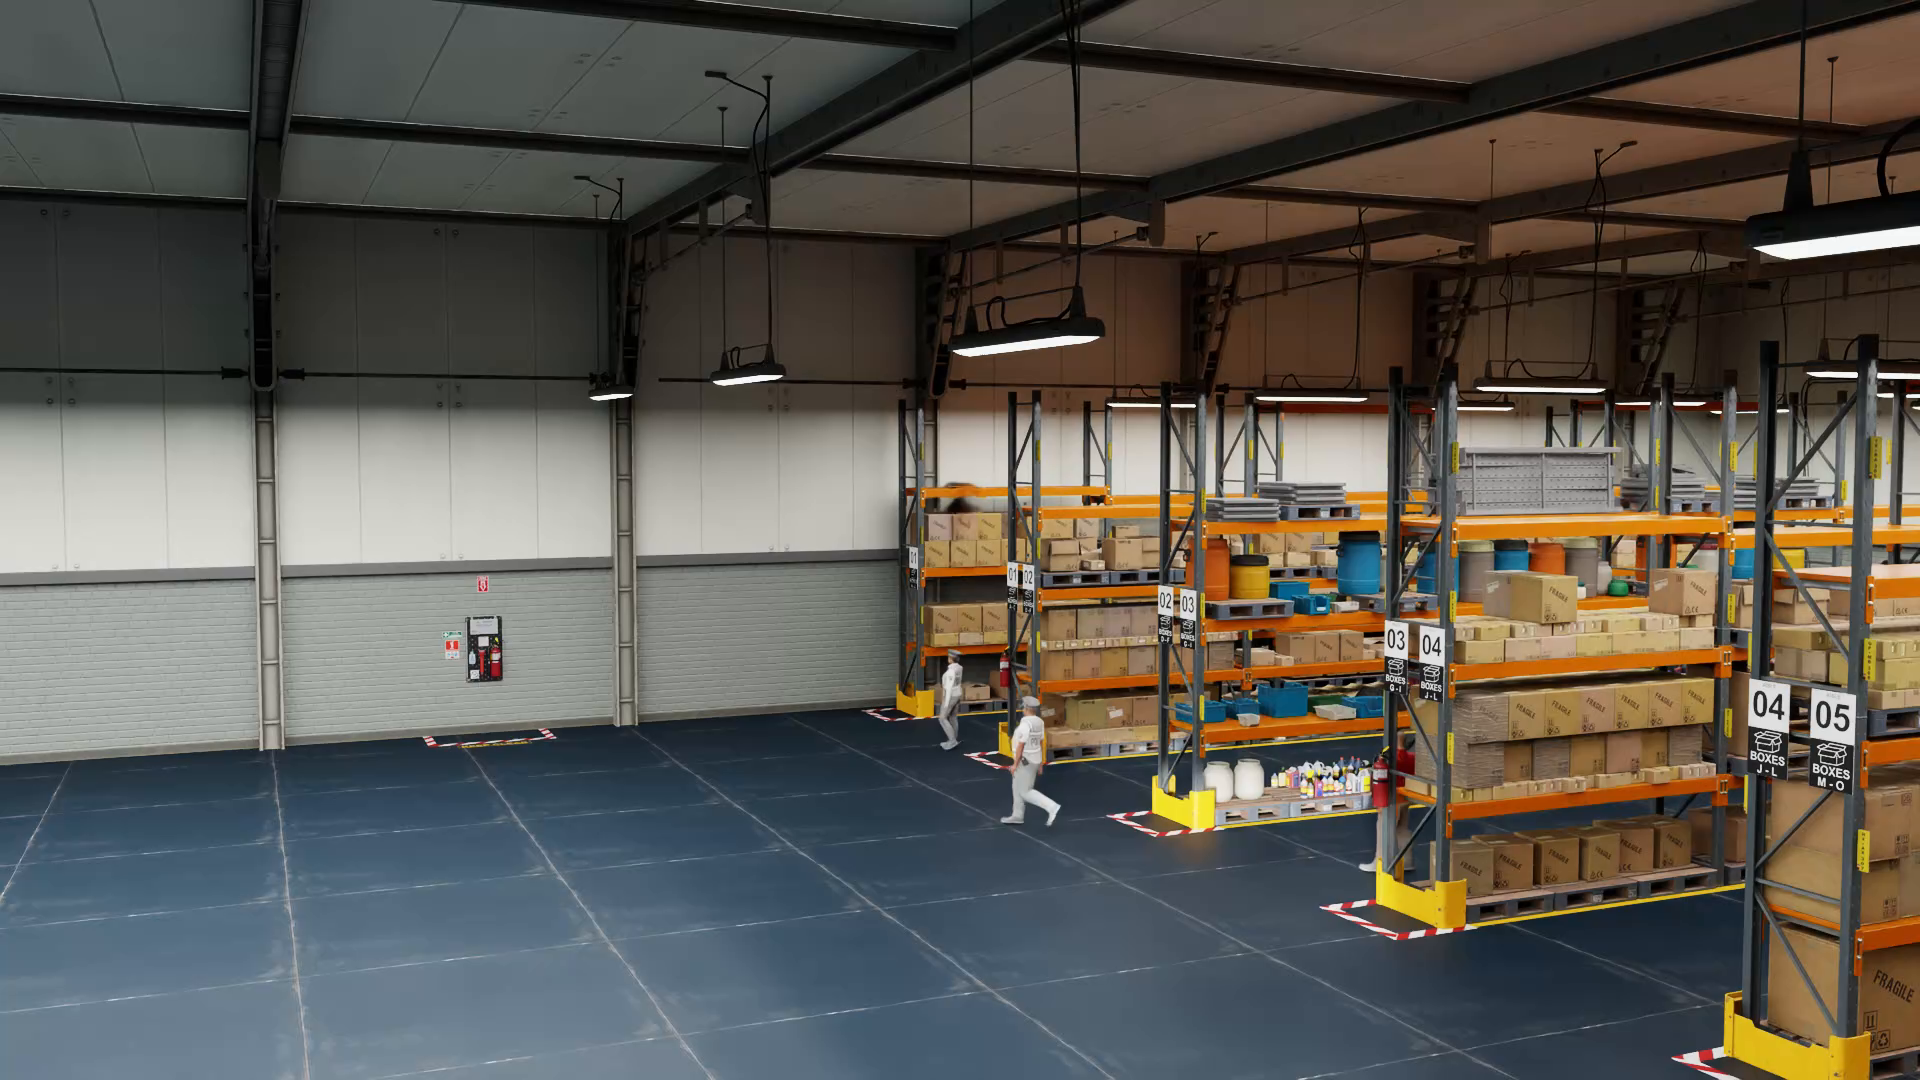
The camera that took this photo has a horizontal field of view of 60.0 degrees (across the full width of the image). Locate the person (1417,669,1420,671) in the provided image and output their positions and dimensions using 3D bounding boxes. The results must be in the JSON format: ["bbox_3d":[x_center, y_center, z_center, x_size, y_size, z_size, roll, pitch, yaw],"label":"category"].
[{"bbox_3d":[9.675,2.357,34.534,0.823,1.554,0.466,-2,4,-30],"label":"person"}]

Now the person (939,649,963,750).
[{"bbox_3d":[-0.156,2.686,28.147,0.398,1.699,0.512,1,4,19],"label":"person"}]

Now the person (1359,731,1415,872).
[{"bbox_3d":[5.142,3.137,20.017,0.589,1.719,0.534,2,4,30],"label":"person"}]

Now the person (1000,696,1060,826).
[{"bbox_3d":[0.940,2.970,22.322,0.833,1.753,0.504,0,3,8],"label":"person"}]
